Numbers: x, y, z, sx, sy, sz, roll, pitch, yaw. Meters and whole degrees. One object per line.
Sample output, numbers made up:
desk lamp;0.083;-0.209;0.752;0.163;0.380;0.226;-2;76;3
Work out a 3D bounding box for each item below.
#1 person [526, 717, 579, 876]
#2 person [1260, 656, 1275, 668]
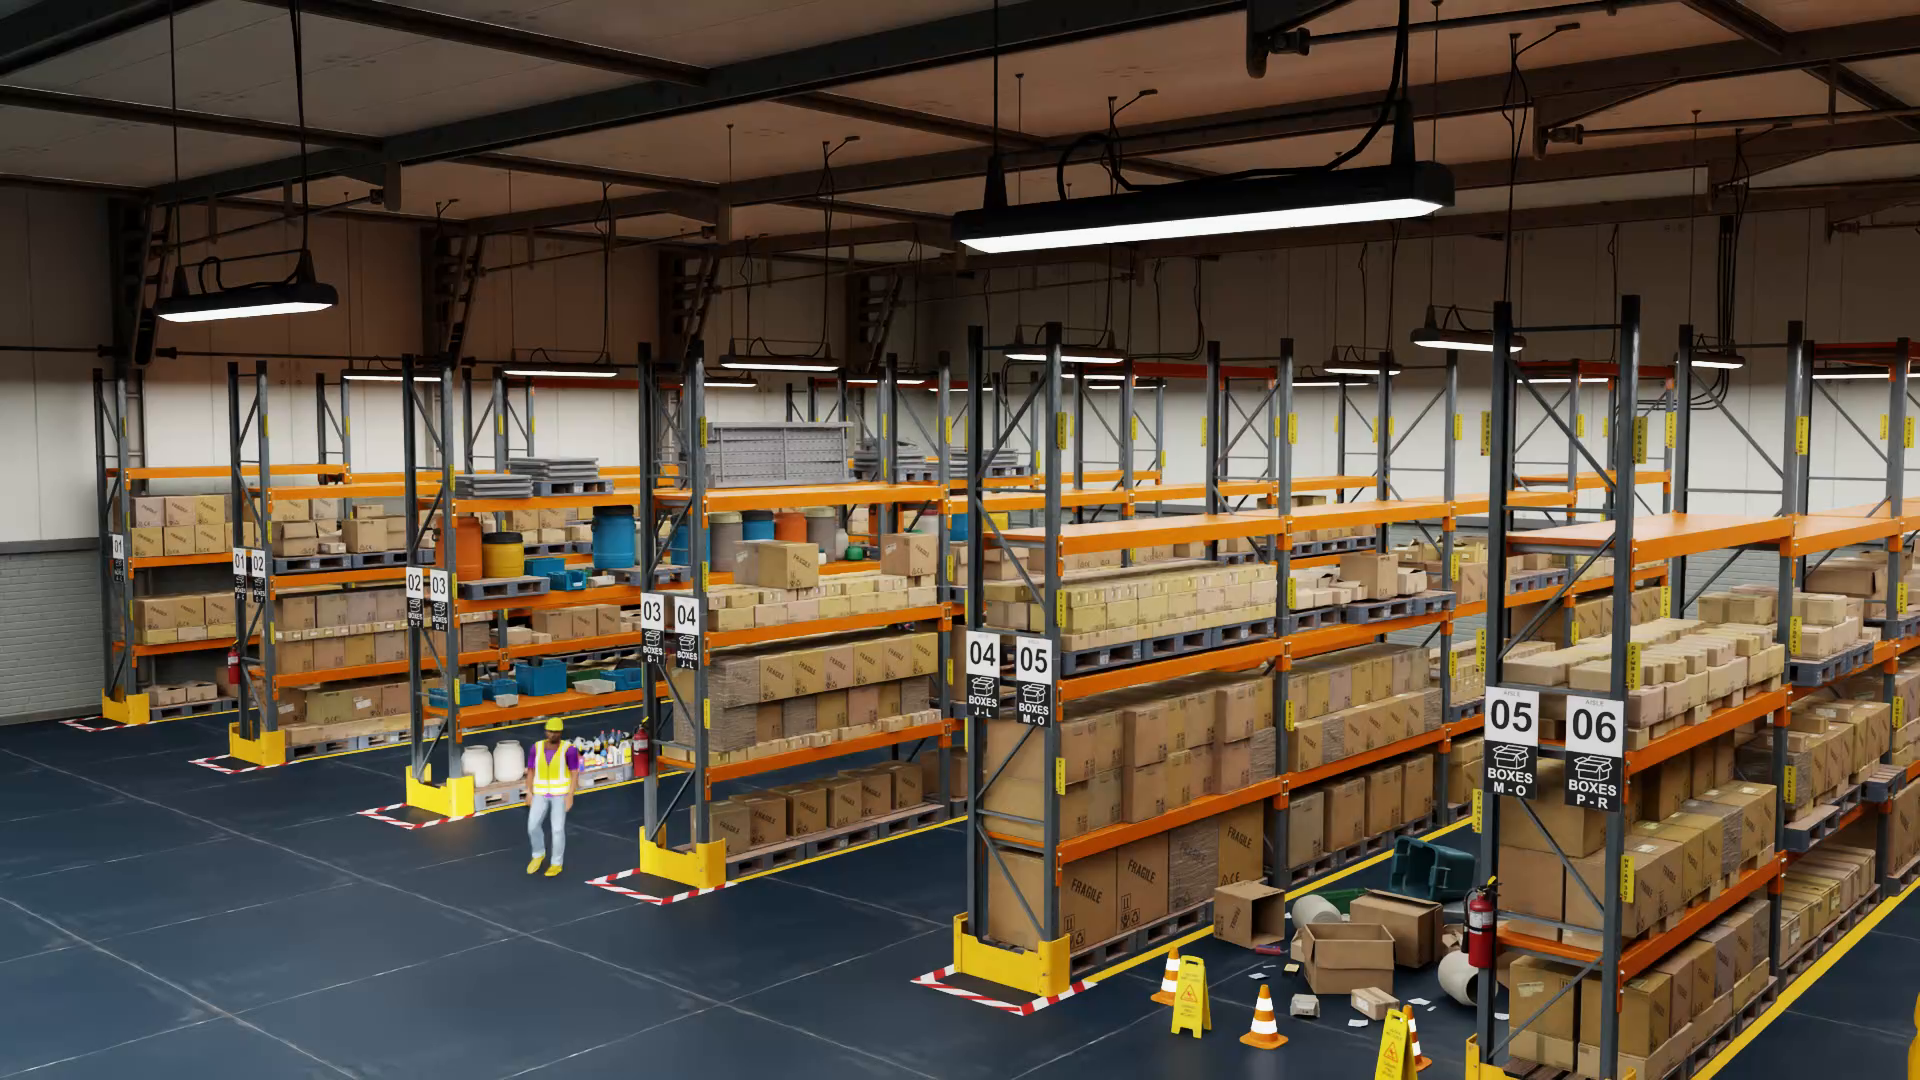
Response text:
person;-4.616;2.894;18.771;0.610;1.786;0.425;0;4;-1
person;4.652;2.439;25.036;0.919;1.718;0.553;-3;5;-38
